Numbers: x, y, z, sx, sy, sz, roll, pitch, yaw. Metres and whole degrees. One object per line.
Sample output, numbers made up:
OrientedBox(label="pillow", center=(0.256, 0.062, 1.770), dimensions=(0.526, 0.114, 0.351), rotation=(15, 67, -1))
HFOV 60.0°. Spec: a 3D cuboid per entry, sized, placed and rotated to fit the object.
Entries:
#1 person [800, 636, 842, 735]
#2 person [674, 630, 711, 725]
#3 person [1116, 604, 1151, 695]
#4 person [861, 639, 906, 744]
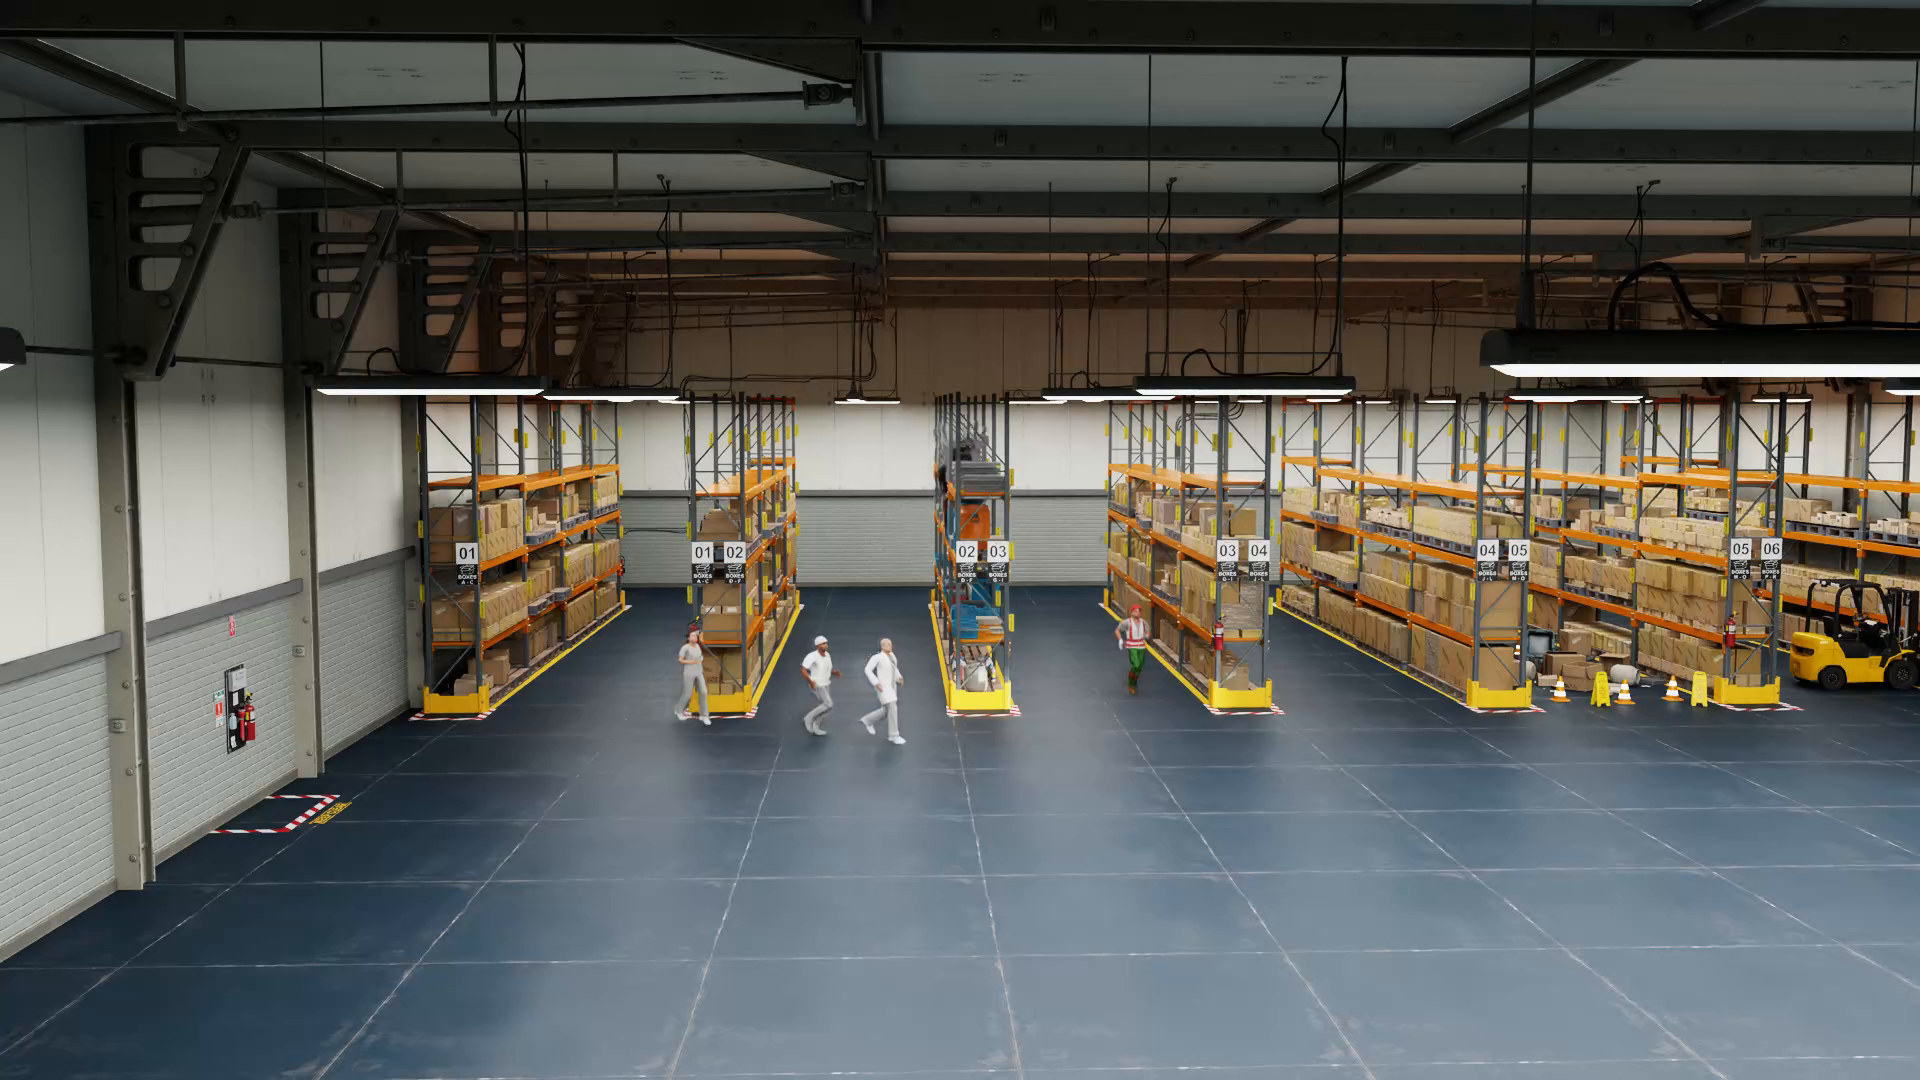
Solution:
OrientedBox(label="person", center=(-2.390, 2.534, 29.018), dimensions=(0.594, 1.729, 0.681), rotation=(2, 5, 25))
OrientedBox(label="person", center=(-4.837, 2.463, 30.047), dimensions=(0.853, 1.691, 0.574), rotation=(4, 6, 44))
OrientedBox(label="person", center=(3.490, 2.175, 32.965), dimensions=(0.641, 1.791, 0.707), rotation=(-2, 5, -21))
OrientedBox(label="person", center=(-1.291, 2.570, 28.501), dimensions=(0.883, 1.782, 0.722), rotation=(2, 5, 28))
